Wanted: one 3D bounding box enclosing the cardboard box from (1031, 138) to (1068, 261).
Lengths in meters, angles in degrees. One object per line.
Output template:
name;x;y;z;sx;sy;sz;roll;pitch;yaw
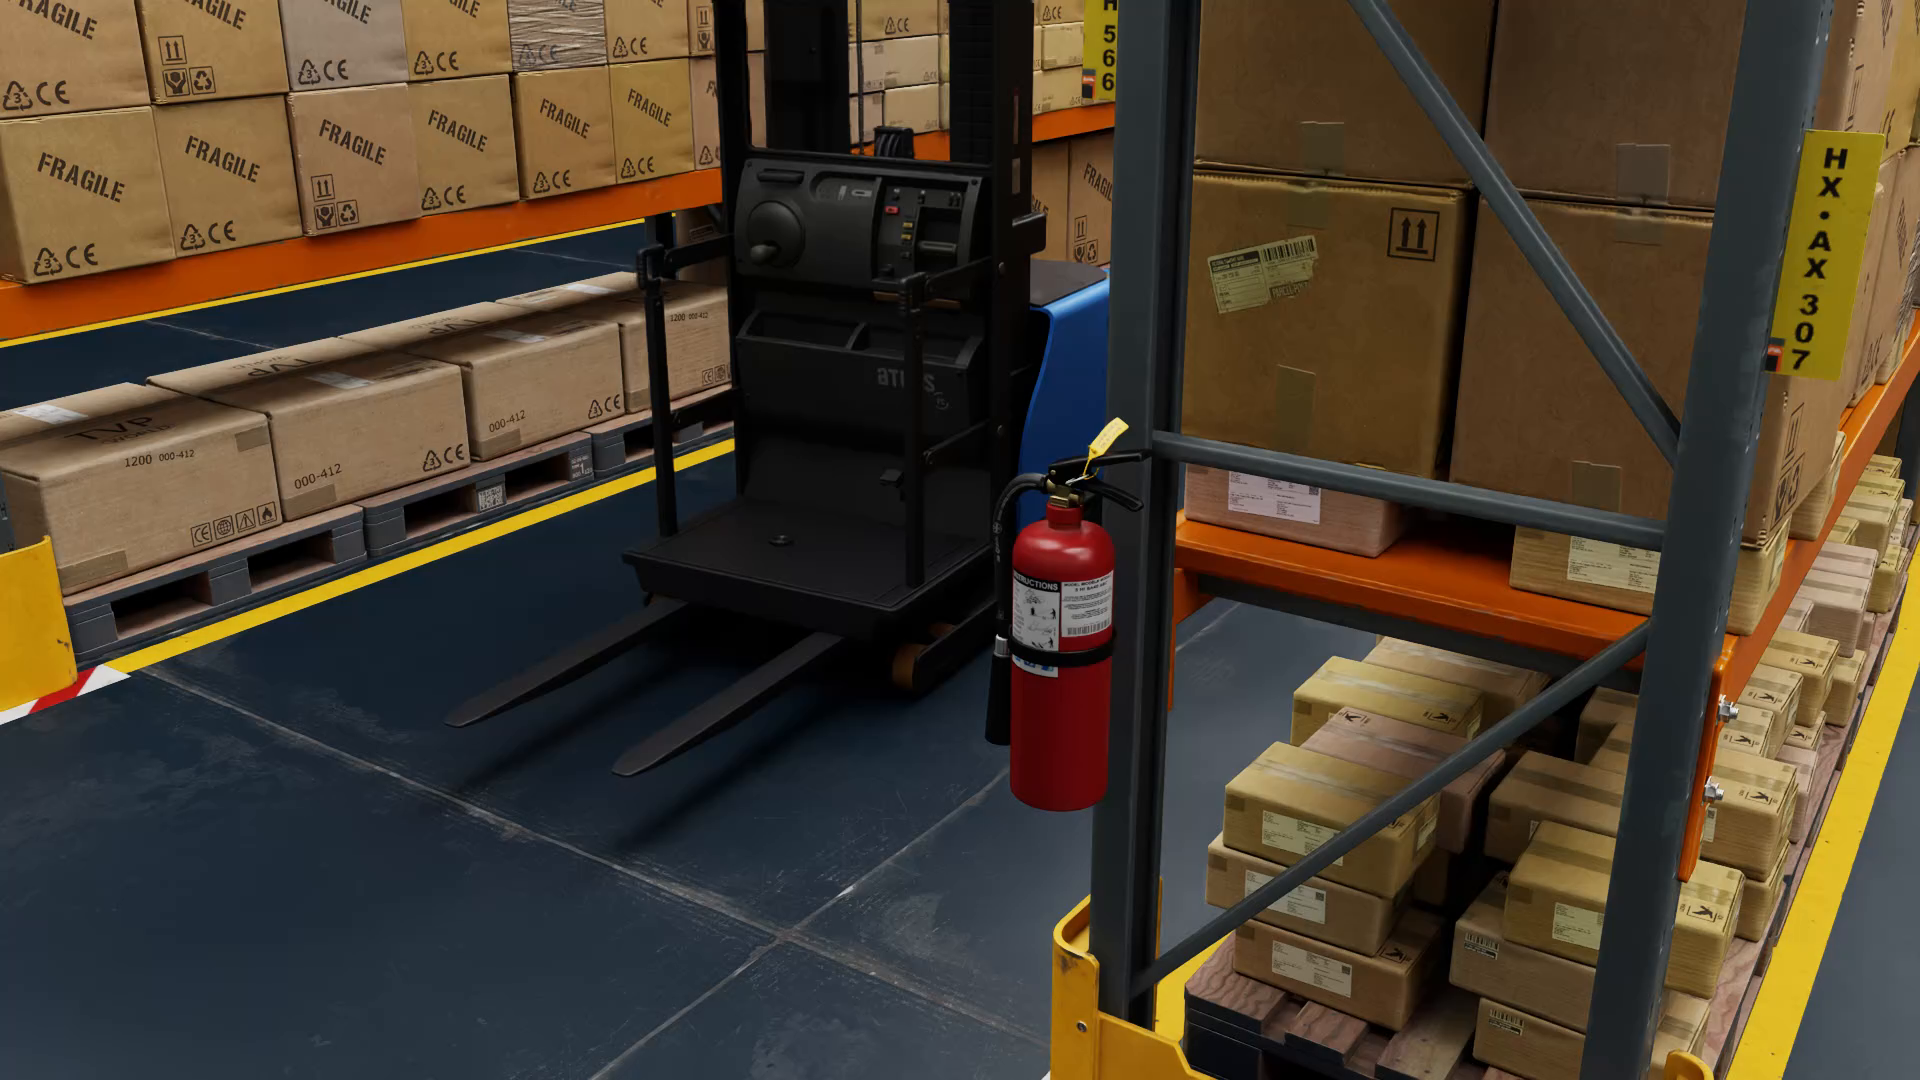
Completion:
cardboard box;0.079;-2.071;10.497;0.875;0.875;0.875;14;24;32

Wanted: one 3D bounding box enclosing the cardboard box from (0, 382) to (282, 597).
cardboard box;-3.168;-0.216;6.114;0.875;0.438;0.875;12;24;30

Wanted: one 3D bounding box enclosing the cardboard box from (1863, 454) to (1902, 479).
cardboard box;2.958;-0.209;5.654;0.380;0.149;0.250;14;25;33

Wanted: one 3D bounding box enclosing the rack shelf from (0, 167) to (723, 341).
rack shelf;-2.332;-1.248;6.853;1.077;0.370;4.000;13;24;32

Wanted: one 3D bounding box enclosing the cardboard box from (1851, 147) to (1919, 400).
cardboard box;1.740;-0.634;3.581;0.500;0.500;0.500;14;24;33

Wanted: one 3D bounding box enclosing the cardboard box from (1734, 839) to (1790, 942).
cardboard box;1.701;0.761;3.888;0.380;0.149;0.250;14;24;32

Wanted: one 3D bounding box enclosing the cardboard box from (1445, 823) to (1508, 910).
cardboard box;1.098;0.720;3.998;0.380;0.149;0.250;13;24;32

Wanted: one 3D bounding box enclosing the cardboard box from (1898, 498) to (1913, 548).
cardboard box;3.028;-0.070;5.707;0.380;0.149;0.250;14;24;33

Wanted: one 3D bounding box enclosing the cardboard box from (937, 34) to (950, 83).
cardboard box;-0.152;-2.690;9.209;0.500;0.250;0.500;14;24;32

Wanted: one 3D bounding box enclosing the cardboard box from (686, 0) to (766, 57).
cardboard box;-1.245;-2.486;7.578;0.500;0.500;0.500;13;24;31

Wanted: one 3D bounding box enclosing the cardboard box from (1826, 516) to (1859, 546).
cardboard box;2.503;0.004;5.078;0.380;0.149;0.250;14;25;34

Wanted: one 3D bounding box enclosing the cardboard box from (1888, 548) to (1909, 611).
cardboard box;3.004;0.096;5.686;0.380;0.149;0.250;14;24;32

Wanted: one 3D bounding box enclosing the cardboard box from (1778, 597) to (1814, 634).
cardboard box;2.055;0.229;4.468;0.380;0.149;0.250;13;24;32

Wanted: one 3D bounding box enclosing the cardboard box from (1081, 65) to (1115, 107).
cardboard box;0.697;-2.892;10.475;0.500;0.250;0.500;14;24;33

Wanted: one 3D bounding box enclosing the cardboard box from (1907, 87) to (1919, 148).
cardboard box;1.755;-1.099;3.398;0.500;0.500;0.500;13;24;31

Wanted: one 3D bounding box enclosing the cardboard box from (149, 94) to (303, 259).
cardboard box;-2.688;-1.291;5.788;0.500;0.500;0.500;13;24;31

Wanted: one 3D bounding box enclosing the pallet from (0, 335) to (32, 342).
pallet;-6.387;-1.270;9.895;1.003;0.211;1.213;13;24;32

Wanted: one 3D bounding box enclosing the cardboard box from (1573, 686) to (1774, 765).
cardboard box;1.644;0.464;3.833;0.380;0.149;0.250;12;23;29

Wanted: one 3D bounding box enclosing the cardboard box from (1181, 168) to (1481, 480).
cardboard box;0.734;-0.441;3.061;0.500;0.500;0.500;14;24;33

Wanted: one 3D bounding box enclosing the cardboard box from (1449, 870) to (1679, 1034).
cardboard box;1.201;0.825;3.287;0.380;0.149;0.250;14;25;34

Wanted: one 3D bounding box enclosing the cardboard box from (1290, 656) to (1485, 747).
cardboard box;1.011;0.424;3.941;0.380;0.149;0.250;13;24;31

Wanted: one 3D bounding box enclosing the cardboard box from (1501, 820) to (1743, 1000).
cardboard box;1.269;0.701;3.192;0.380;0.149;0.250;12;23;29

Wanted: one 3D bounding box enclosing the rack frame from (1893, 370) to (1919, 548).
rack frame;2.943;-1.223;5.749;1.000;3.000;0.127;13;24;32

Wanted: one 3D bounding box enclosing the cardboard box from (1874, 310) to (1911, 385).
cardboard box;2.156;-0.515;4.197;0.380;0.149;0.250;14;24;33

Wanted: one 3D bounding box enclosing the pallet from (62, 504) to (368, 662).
pallet;-3.072;0.051;6.323;1.003;0.211;1.213;13;24;32

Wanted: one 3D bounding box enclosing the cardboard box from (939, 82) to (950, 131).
cardboard box;-0.152;-2.457;9.299;0.500;0.250;0.500;13;24;31

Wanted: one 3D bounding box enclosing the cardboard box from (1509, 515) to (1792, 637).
cardboard box;1.147;0.013;2.768;0.380;0.149;0.250;13;24;31

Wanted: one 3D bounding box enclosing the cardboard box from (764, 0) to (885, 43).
cardboard box;-0.723;-2.746;8.279;0.500;0.500;0.500;14;24;32

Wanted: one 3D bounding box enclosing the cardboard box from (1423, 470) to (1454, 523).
cardboard box;0.814;-0.171;3.264;0.380;0.149;0.250;13;24;32

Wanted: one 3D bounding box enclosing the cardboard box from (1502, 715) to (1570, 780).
cardboard box;1.281;0.511;4.134;0.380;0.149;0.250;13;24;31

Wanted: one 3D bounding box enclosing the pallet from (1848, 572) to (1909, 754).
pallet;2.594;0.284;5.693;1.003;0.211;1.213;13;24;32

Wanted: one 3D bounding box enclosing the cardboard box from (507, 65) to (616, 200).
cardboard box;-1.813;-1.728;6.968;0.500;0.500;0.500;13;24;31

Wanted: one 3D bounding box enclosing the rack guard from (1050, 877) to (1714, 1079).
rack guard;0.737;1.075;3.138;1.175;0.500;0.348;13;24;32

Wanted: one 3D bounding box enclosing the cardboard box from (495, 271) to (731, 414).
cardboard box;-1.650;-0.996;8.221;0.875;0.438;0.875;13;24;31

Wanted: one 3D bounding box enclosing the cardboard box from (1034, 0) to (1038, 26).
cardboard box;0.109;-3.190;9.480;0.500;0.500;0.500;13;24;31

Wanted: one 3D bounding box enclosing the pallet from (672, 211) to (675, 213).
pallet;-2.572;-3.195;15.099;1.003;0.211;1.213;13;24;32

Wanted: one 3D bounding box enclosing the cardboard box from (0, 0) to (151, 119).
cardboard box;-2.951;-1.610;5.209;0.500;0.500;0.500;13;24;31

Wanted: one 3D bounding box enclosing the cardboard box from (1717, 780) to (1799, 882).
cardboard box;1.700;0.617;3.848;0.380;0.149;0.250;14;25;33

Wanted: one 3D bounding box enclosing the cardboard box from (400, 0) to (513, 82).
cardboard box;-2.104;-2.052;6.404;0.500;0.500;0.500;13;24;32

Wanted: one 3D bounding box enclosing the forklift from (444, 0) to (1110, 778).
forklift;-0.451;-1.053;5.388;1.130;2.935;3.031;11;23;27

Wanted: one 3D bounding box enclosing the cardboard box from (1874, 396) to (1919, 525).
cardboard box;3.577;-0.408;6.543;0.500;0.500;0.500;14;25;34
